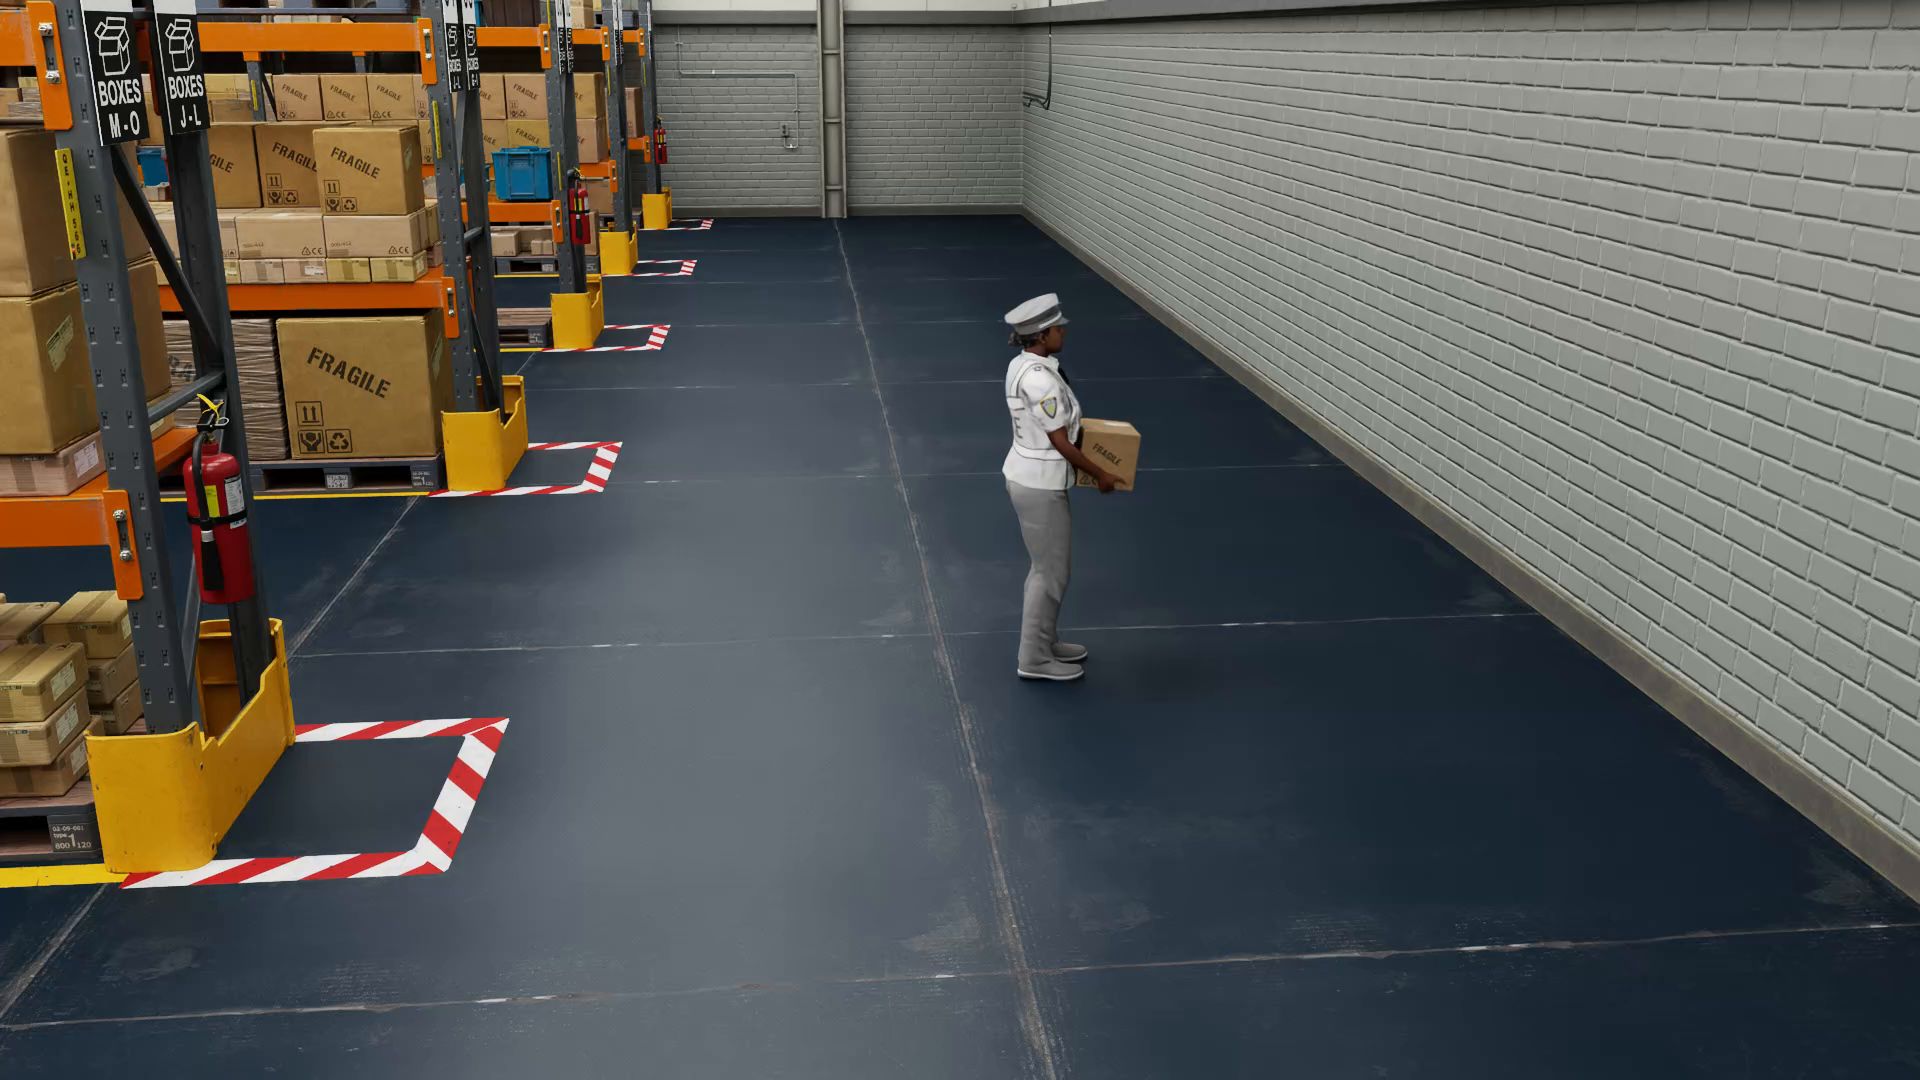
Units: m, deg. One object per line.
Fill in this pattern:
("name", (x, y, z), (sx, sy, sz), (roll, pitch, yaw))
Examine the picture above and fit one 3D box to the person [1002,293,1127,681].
("person", (0.447, -0.234, 7.277), (0.515, 1.692, 0.445), (-2, 17, -6))
